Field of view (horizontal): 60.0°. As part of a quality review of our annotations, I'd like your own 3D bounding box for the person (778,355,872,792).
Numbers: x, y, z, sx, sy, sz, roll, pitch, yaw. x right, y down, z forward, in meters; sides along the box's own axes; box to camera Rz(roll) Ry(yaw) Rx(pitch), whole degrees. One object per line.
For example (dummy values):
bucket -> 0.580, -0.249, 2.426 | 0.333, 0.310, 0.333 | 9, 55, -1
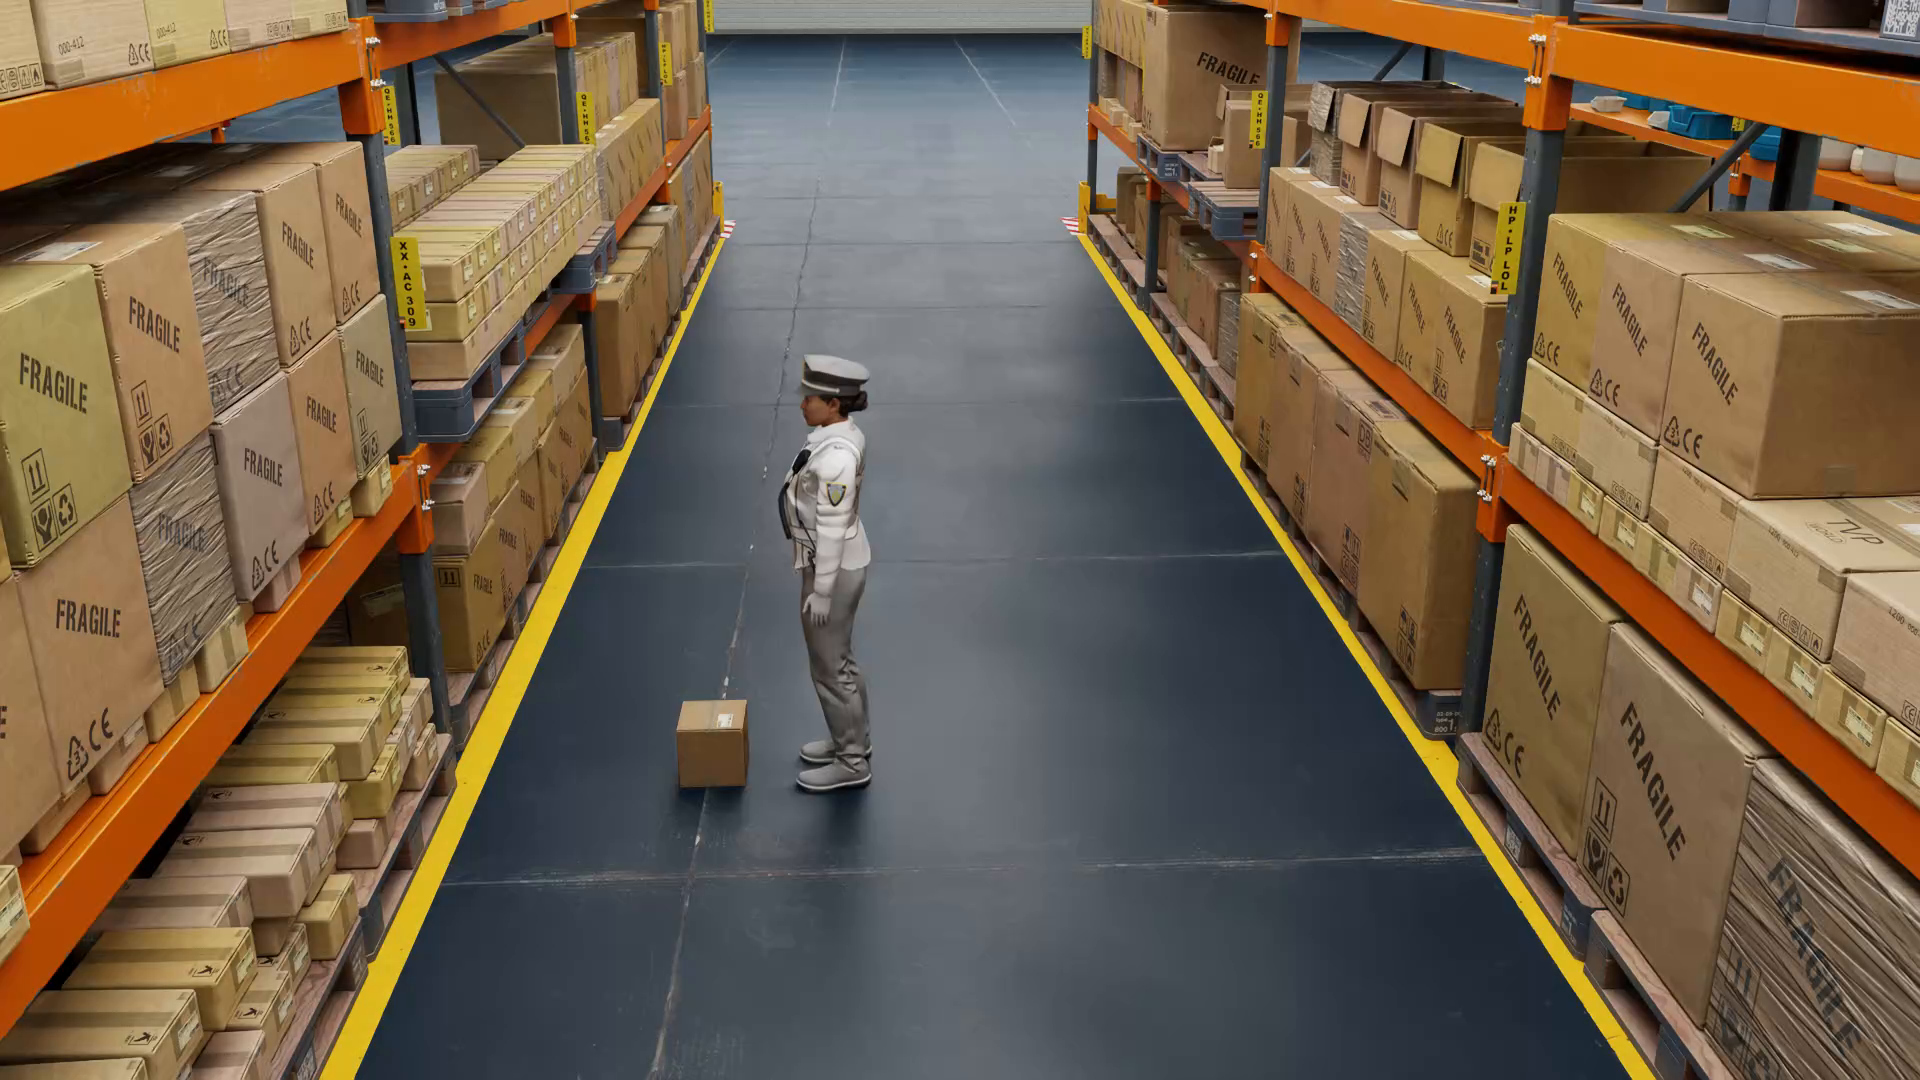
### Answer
person -> -0.491, 0.126, 6.225 | 0.337, 1.677, 0.466 | -1, 21, -2
